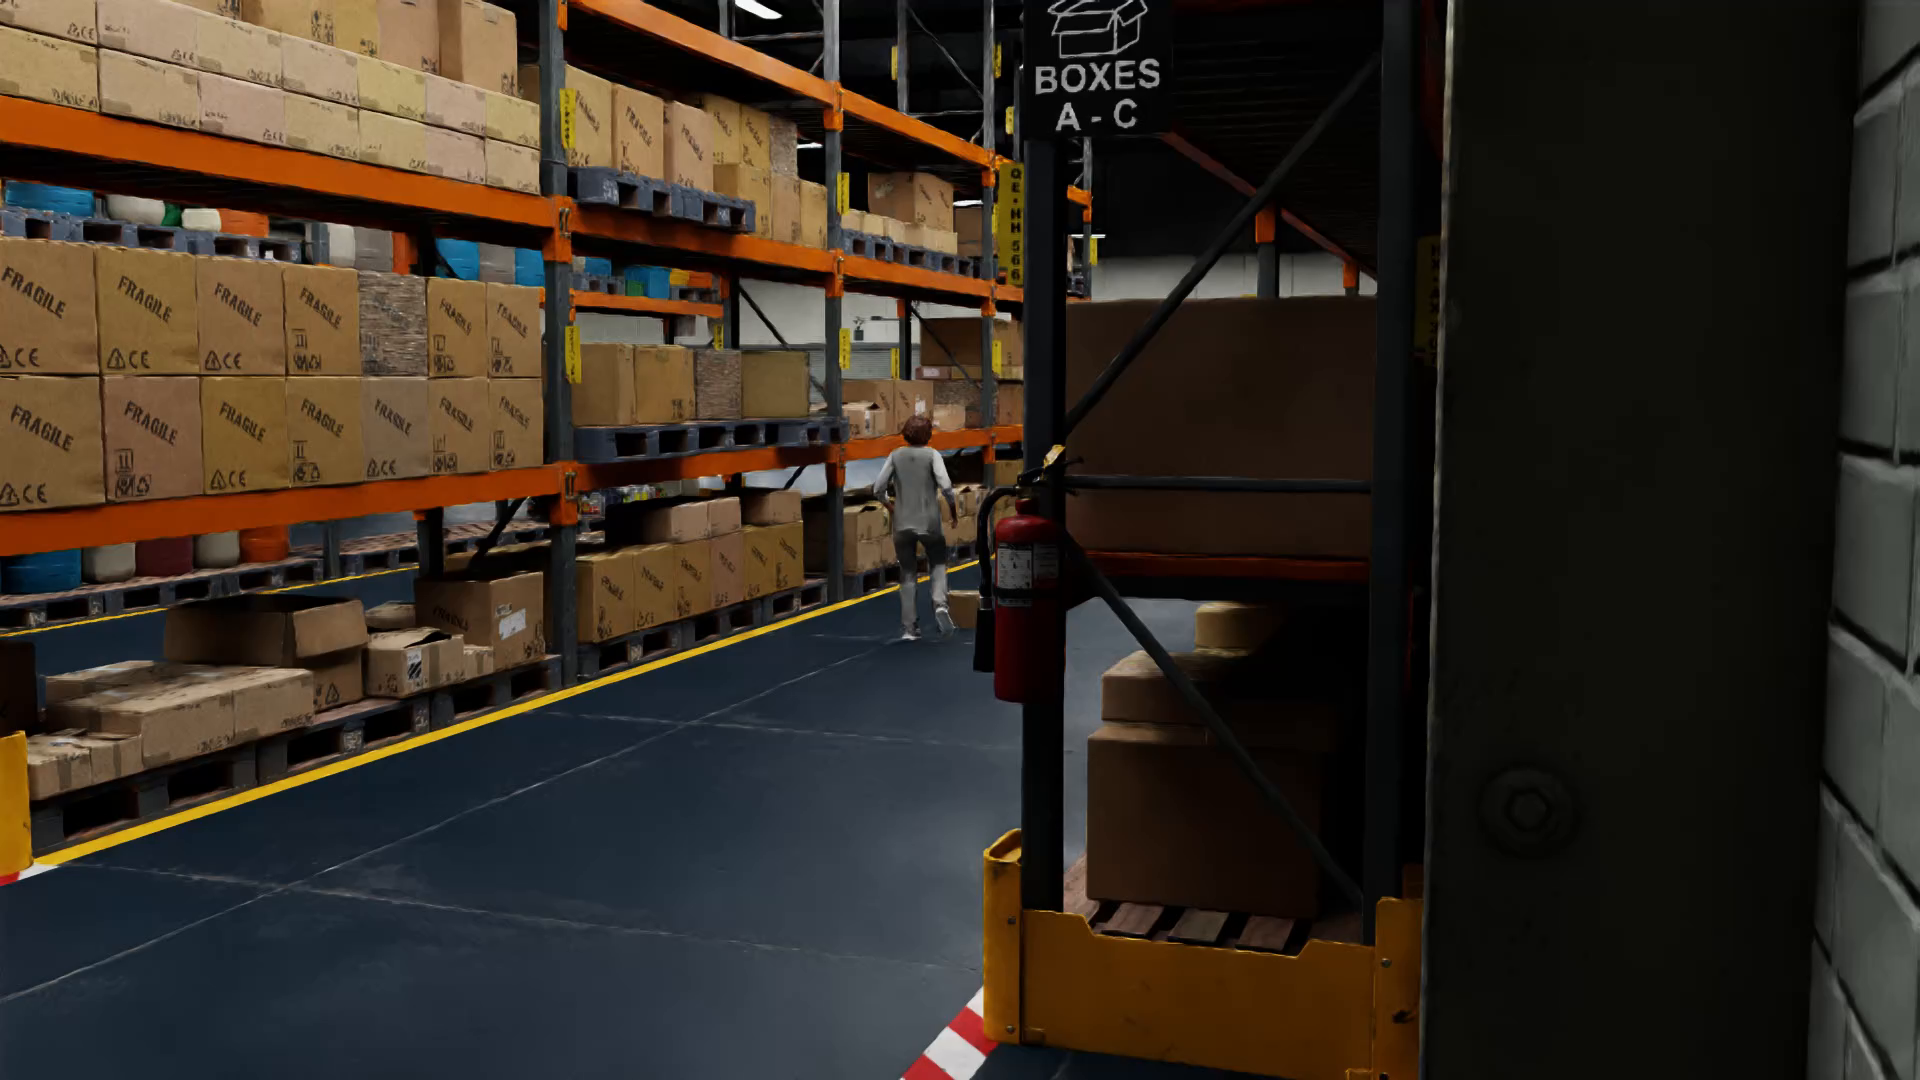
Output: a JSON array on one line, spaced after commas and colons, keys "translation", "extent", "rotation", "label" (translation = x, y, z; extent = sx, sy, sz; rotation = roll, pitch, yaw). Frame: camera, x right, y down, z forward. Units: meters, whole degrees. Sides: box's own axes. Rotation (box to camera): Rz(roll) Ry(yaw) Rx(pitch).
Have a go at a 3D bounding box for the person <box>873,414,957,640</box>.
[{"translation": [-0.303, -0.085, 11.438], "extent": [0.584, 1.564, 0.435], "rotation": [1, 5, 6], "label": "person"}]
